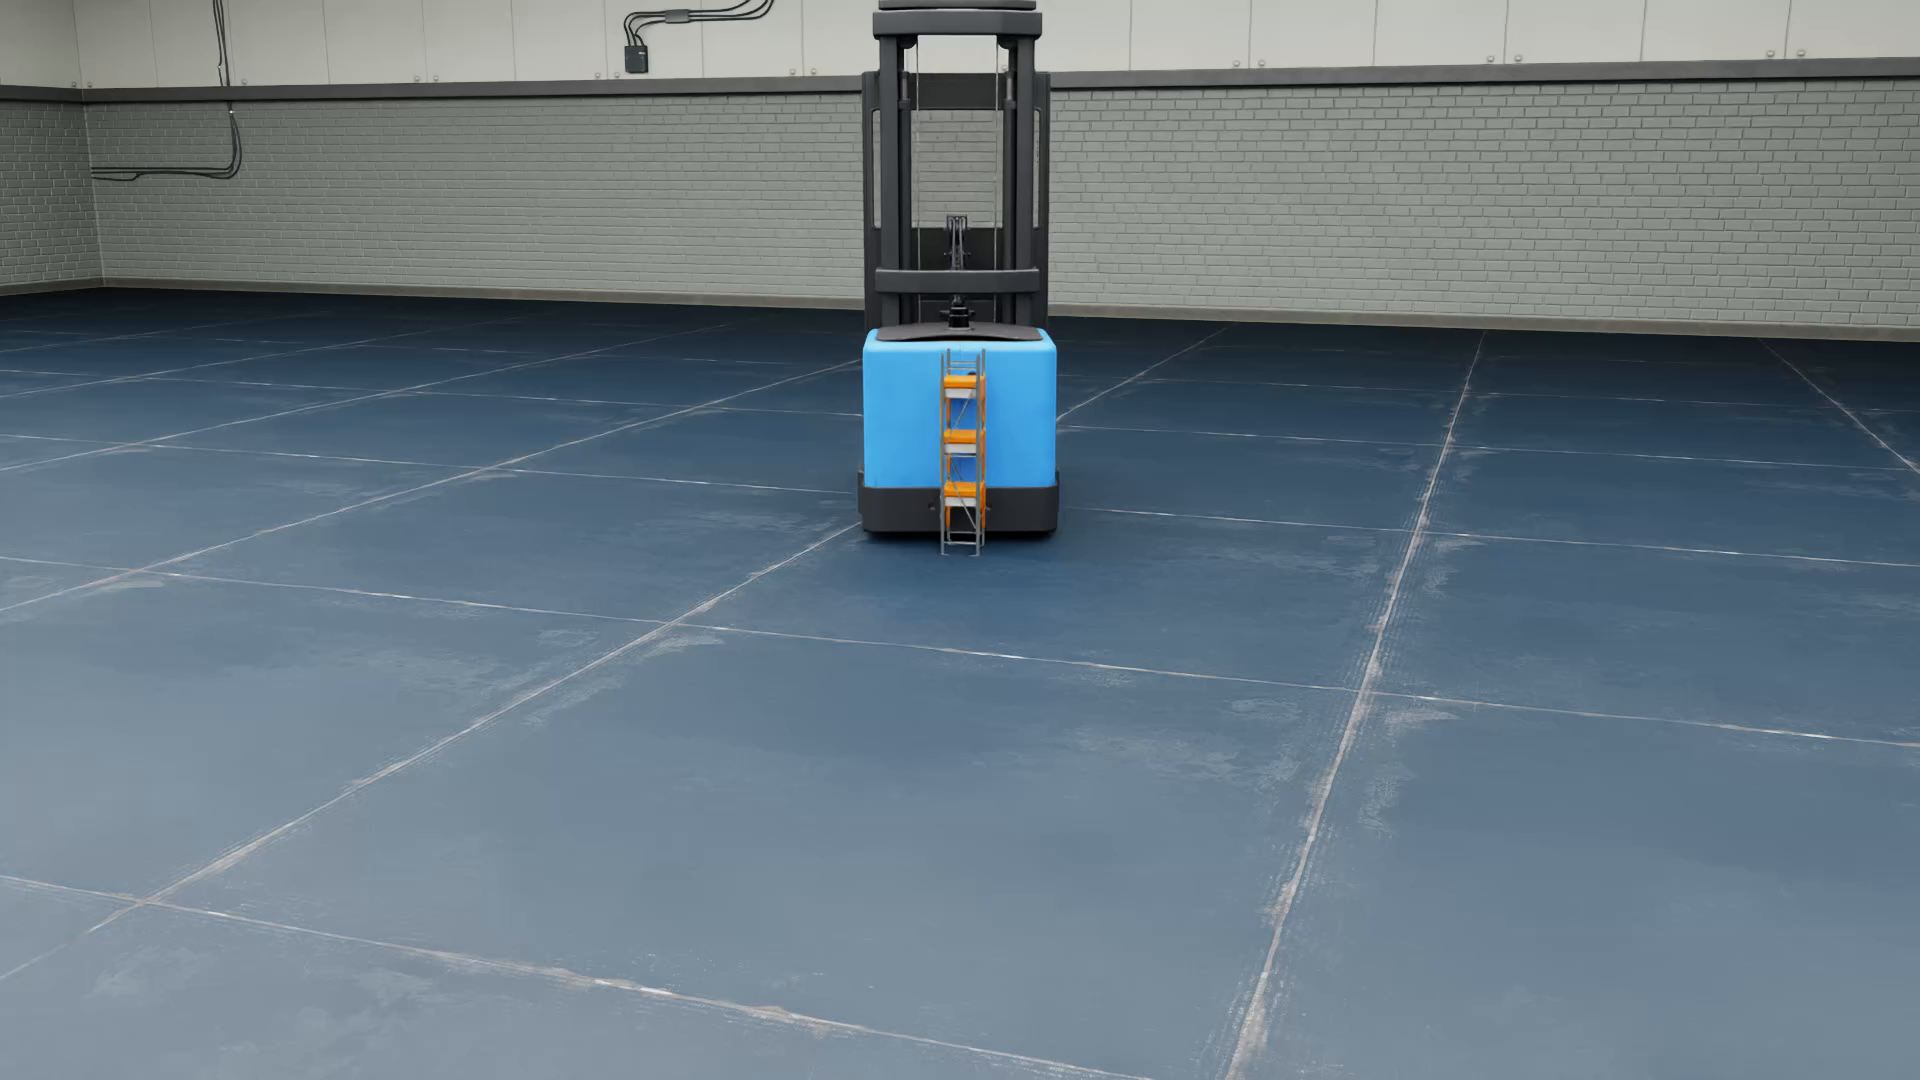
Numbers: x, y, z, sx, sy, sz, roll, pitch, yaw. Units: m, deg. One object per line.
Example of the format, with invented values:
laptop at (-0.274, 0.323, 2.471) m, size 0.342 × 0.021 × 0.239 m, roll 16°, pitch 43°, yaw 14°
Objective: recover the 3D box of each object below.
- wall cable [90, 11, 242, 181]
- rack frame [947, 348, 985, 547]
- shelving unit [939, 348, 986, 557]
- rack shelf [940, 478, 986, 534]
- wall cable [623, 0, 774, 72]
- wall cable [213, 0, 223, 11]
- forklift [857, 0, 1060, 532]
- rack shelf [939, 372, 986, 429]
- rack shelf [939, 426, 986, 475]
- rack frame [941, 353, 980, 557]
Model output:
wall cable at (-12.531, -6.875, 25.864) m, size 3.097 × 2.526 × 0.112 m, roll 4°, pitch 14°, yaw 18°
rack frame at (0.031, -0.481, 8.734) m, size 0.200 × 1.050 × 0.008 m, roll 2°, pitch 13°, yaw 7°
shelving unit at (0.016, -0.454, 8.616) m, size 0.215 × 1.050 × 0.252 m, roll 2°, pitch 13°, yaw 7°
rack shelf at (0.016, -0.172, 8.681) m, size 0.215 × 0.259 × 0.240 m, roll 2°, pitch 13°, yaw 7°
wall cable at (-3.553, -9.360, 22.131) m, size 2.305 × 6.003 × 0.169 m, roll 4°, pitch 14°, yaw 18°
wall cable at (-9.971, -9.142, 24.448) m, size 3.097 × 2.526 × 0.112 m, roll 4°, pitch 14°, yaw 18°
forklift at (-0.028, -1.740, 10.024) m, size 1.130 × 2.935 × 3.031 m, roll 0°, pitch 13°, yaw -1°
rack shelf at (0.016, -0.720, 8.556) m, size 0.215 × 0.259 × 0.240 m, roll 2°, pitch 13°, yaw 7°
rack shelf at (0.016, -0.443, 8.619) m, size 0.215 × 0.259 × 0.240 m, roll 2°, pitch 13°, yaw 7°
rack frame at (0.002, -0.427, 8.498) m, size 0.200 × 1.050 × 0.008 m, roll 2°, pitch 13°, yaw 7°
